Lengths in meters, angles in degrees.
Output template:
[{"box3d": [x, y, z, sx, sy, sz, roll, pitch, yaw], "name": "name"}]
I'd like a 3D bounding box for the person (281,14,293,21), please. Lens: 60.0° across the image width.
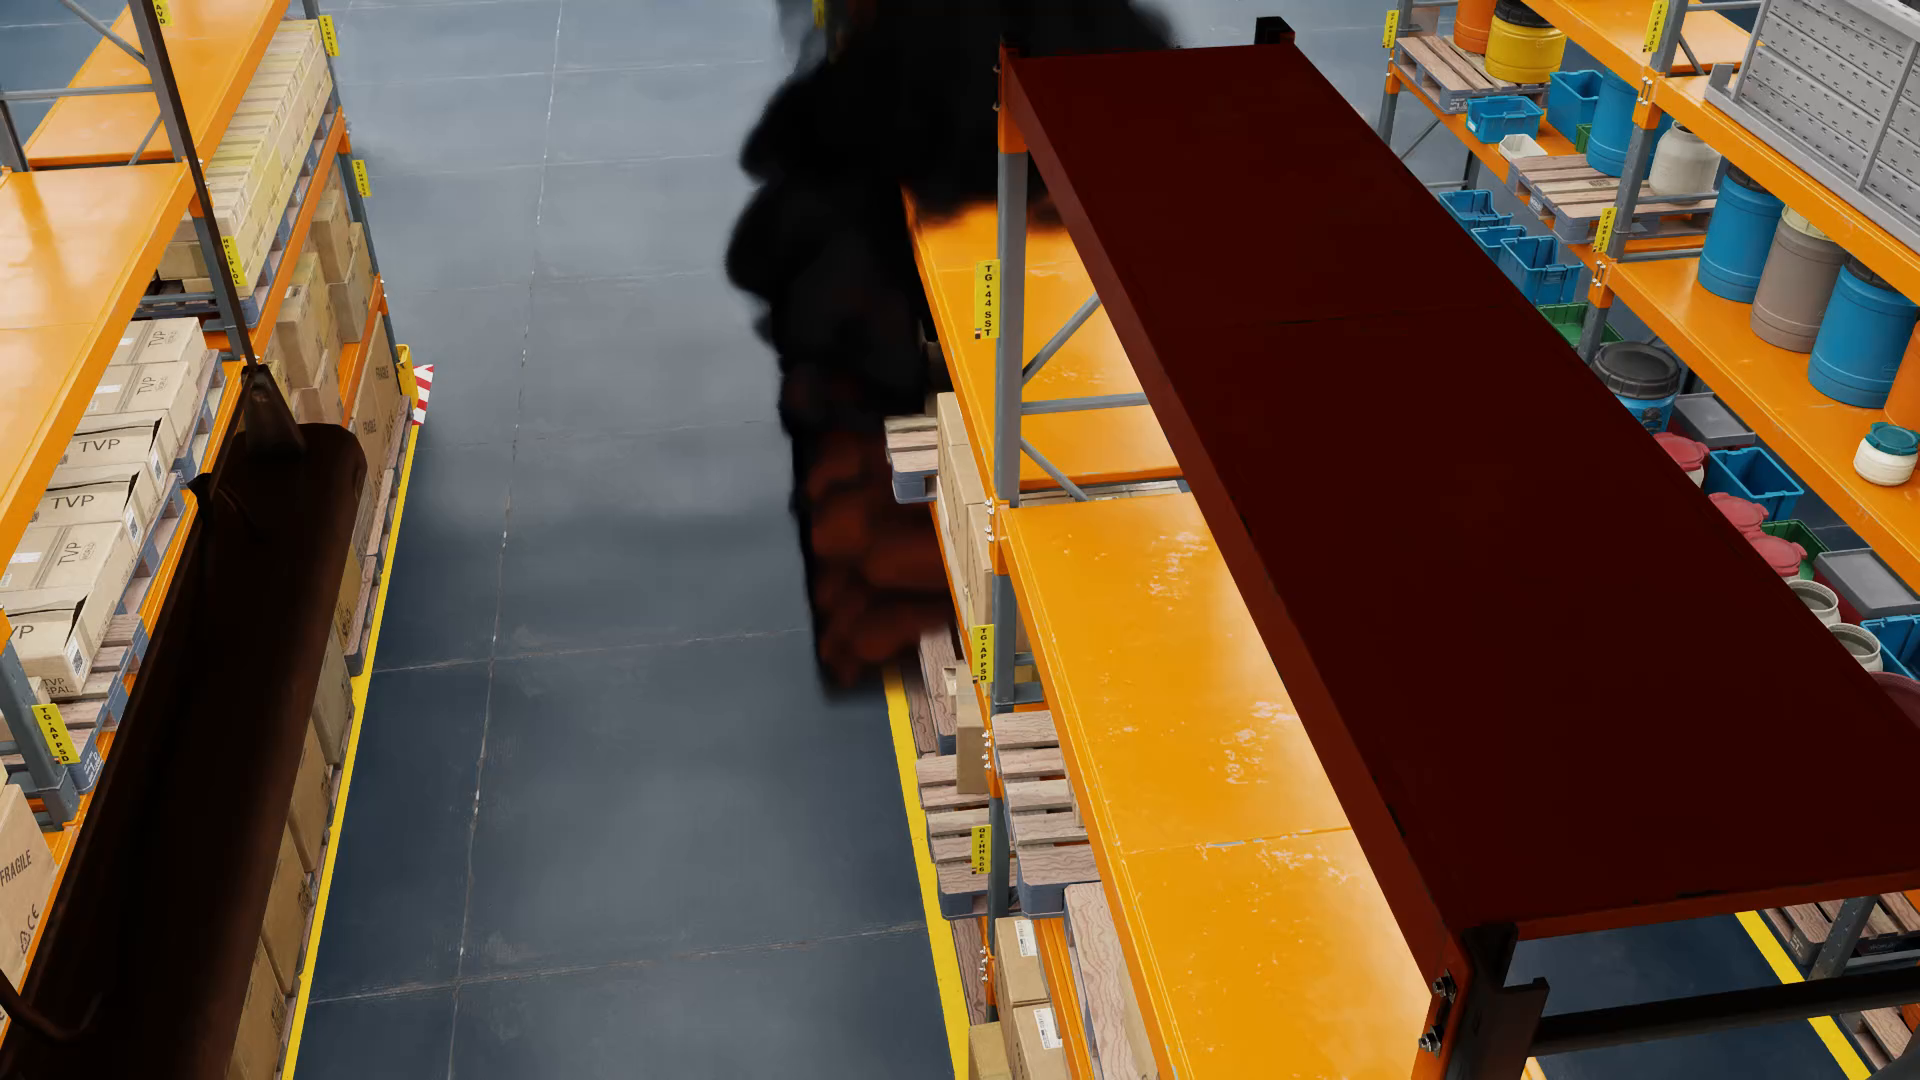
[{"box3d": [-8.098, -5.548, 19.616, 0.628, 1.645, 0.704, 15, 39, 20], "name": "person"}]
